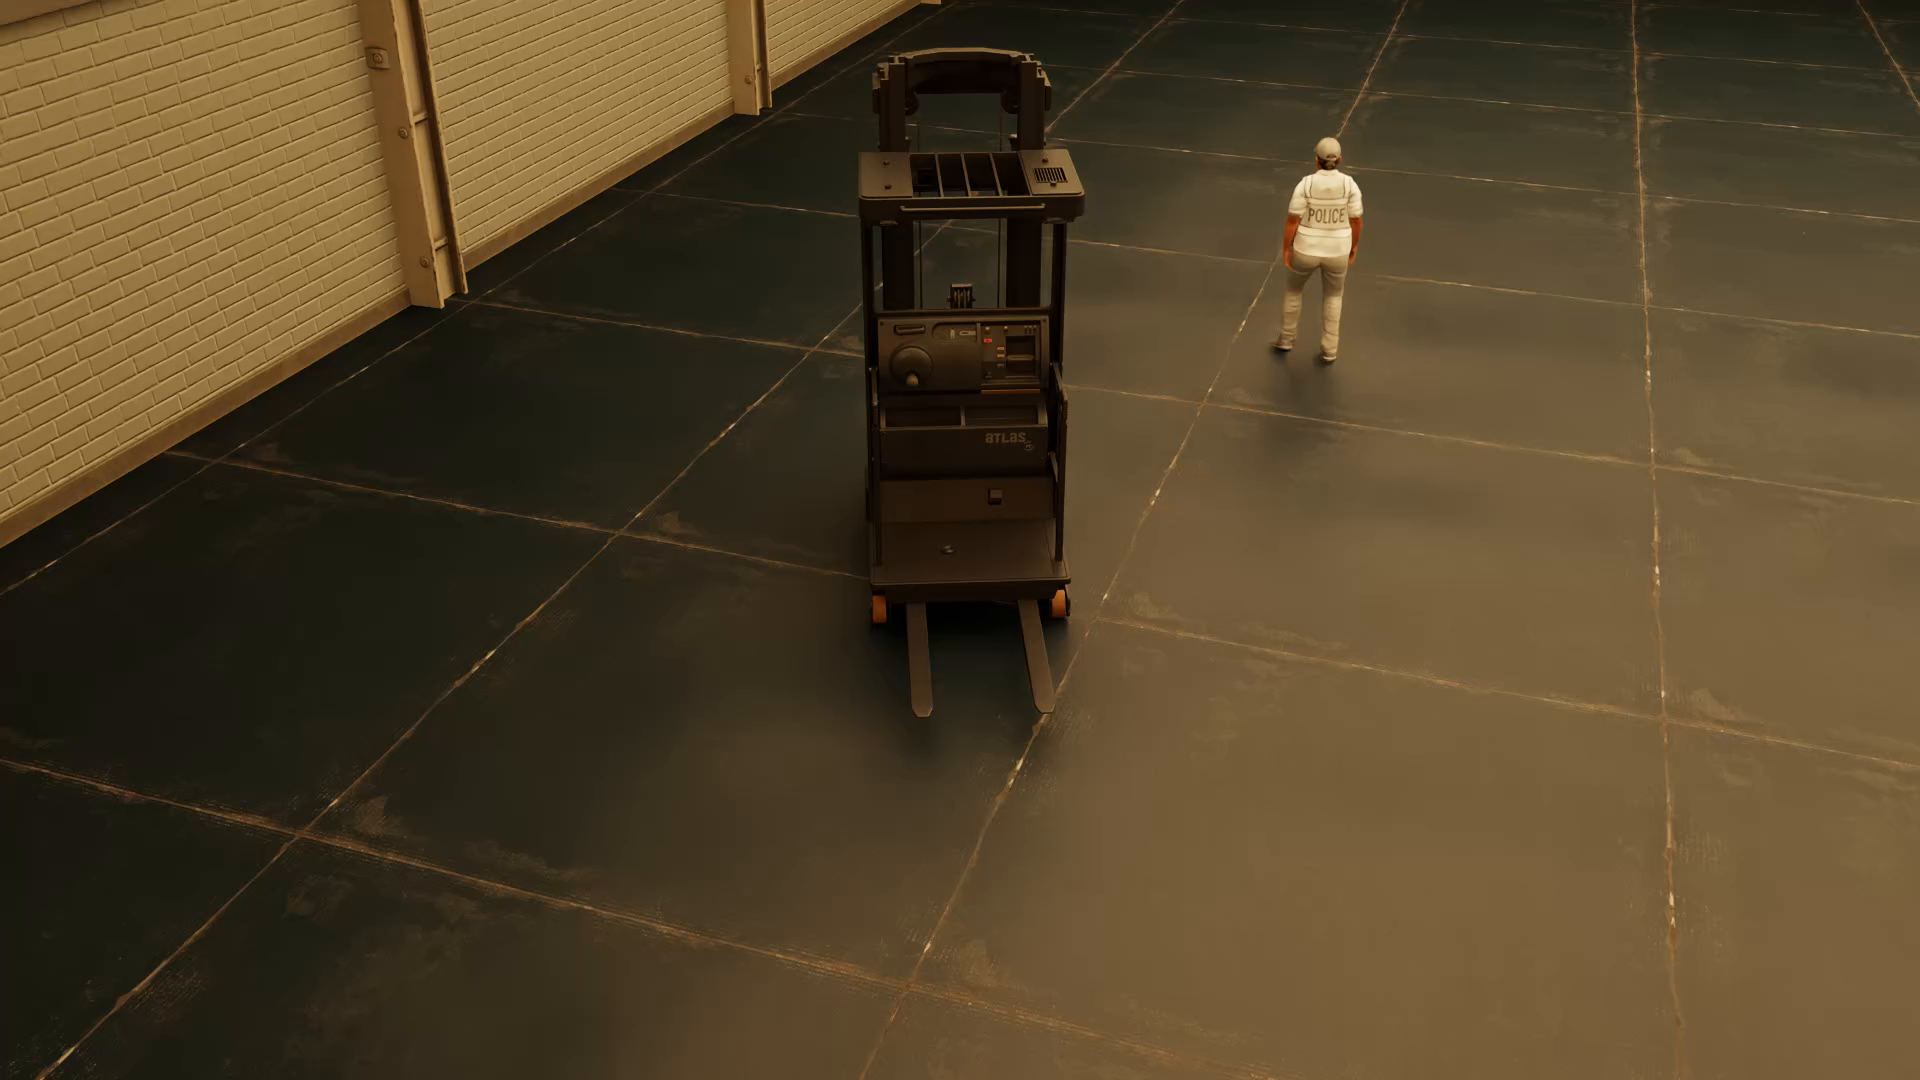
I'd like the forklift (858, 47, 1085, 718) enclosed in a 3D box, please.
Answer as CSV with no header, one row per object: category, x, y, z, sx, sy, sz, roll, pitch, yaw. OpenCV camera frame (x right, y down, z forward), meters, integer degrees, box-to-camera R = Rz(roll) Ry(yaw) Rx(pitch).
forklift,0.035,-0.972,8.842,1.130,2.935,3.031,-2,30,-3

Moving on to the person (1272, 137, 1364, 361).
person,2.634,-2.122,12.190,0.556,1.700,0.502,3,30,5
